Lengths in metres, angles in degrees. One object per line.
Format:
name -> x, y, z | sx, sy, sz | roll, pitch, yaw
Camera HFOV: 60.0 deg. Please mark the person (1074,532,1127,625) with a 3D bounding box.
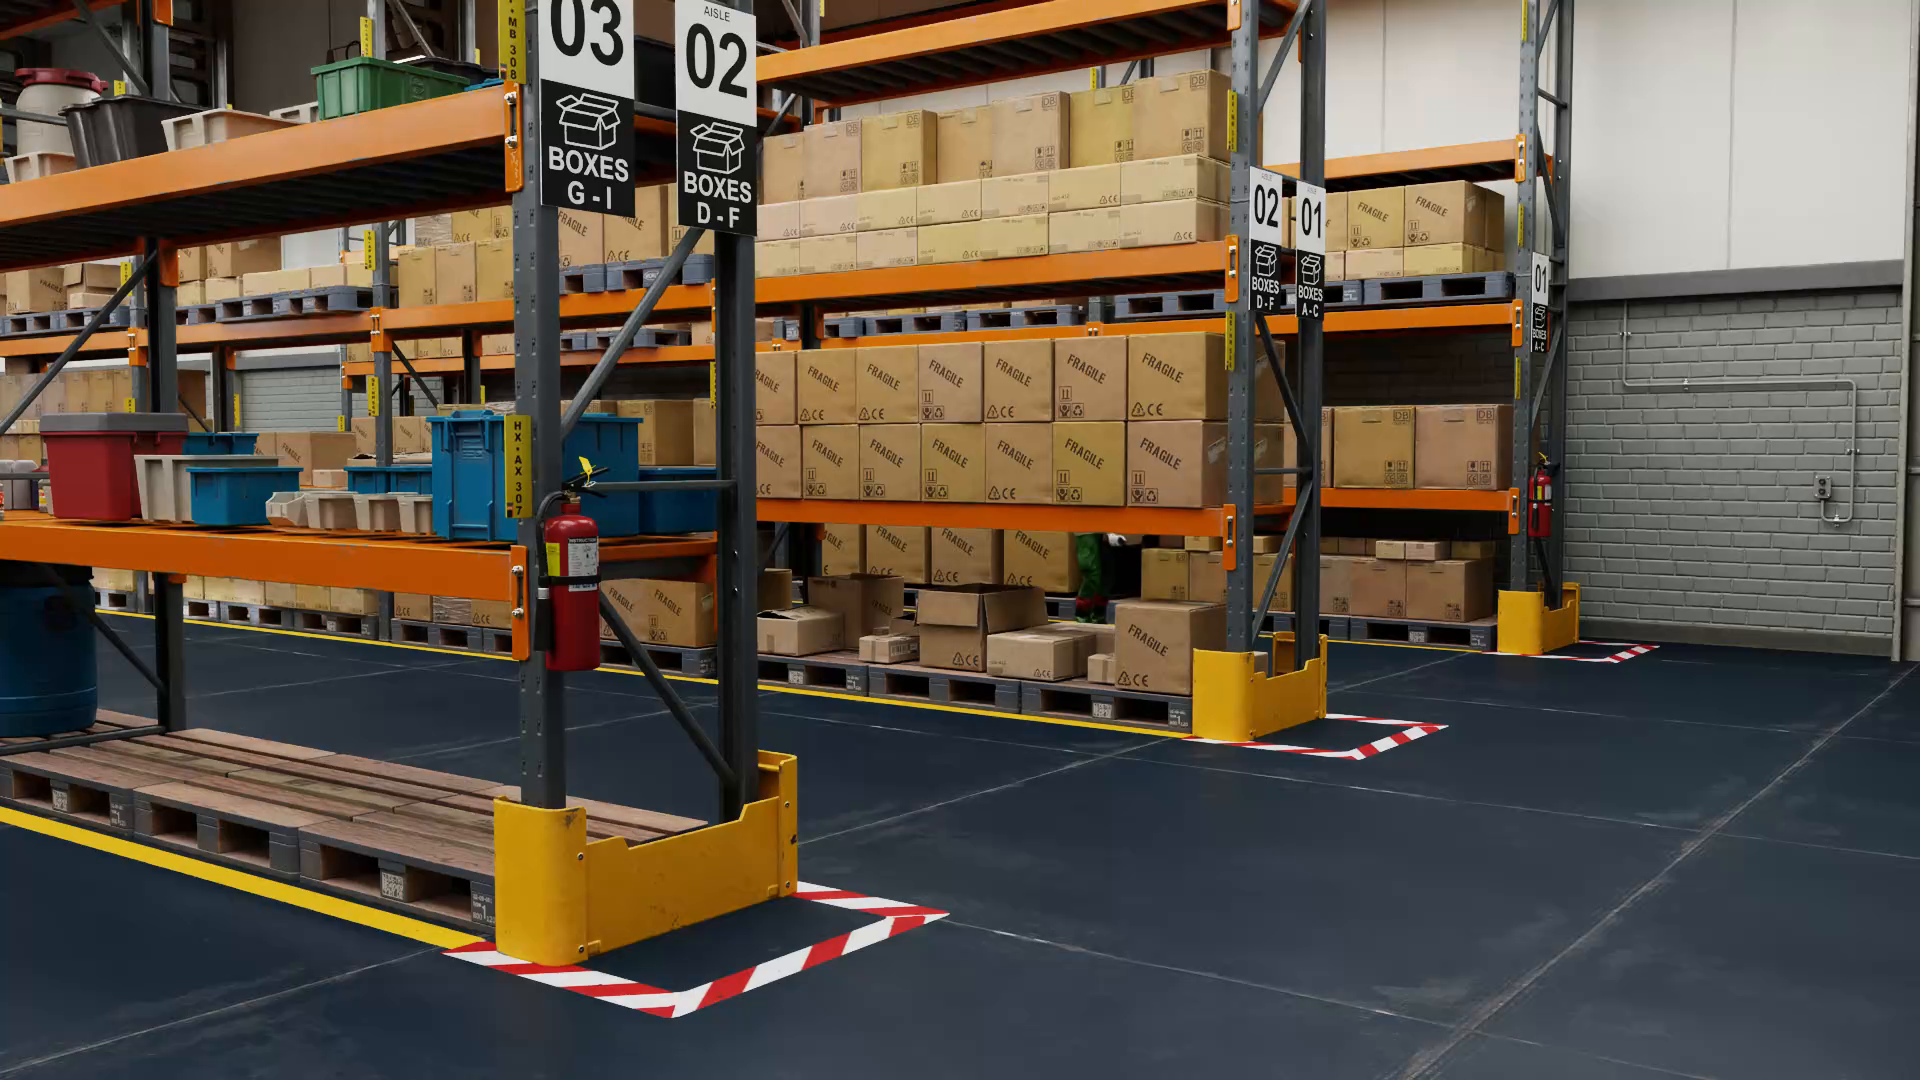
person -> 1.271, -0.035, 14.516 | 0.583, 1.760, 0.491 | 2, 4, 35
